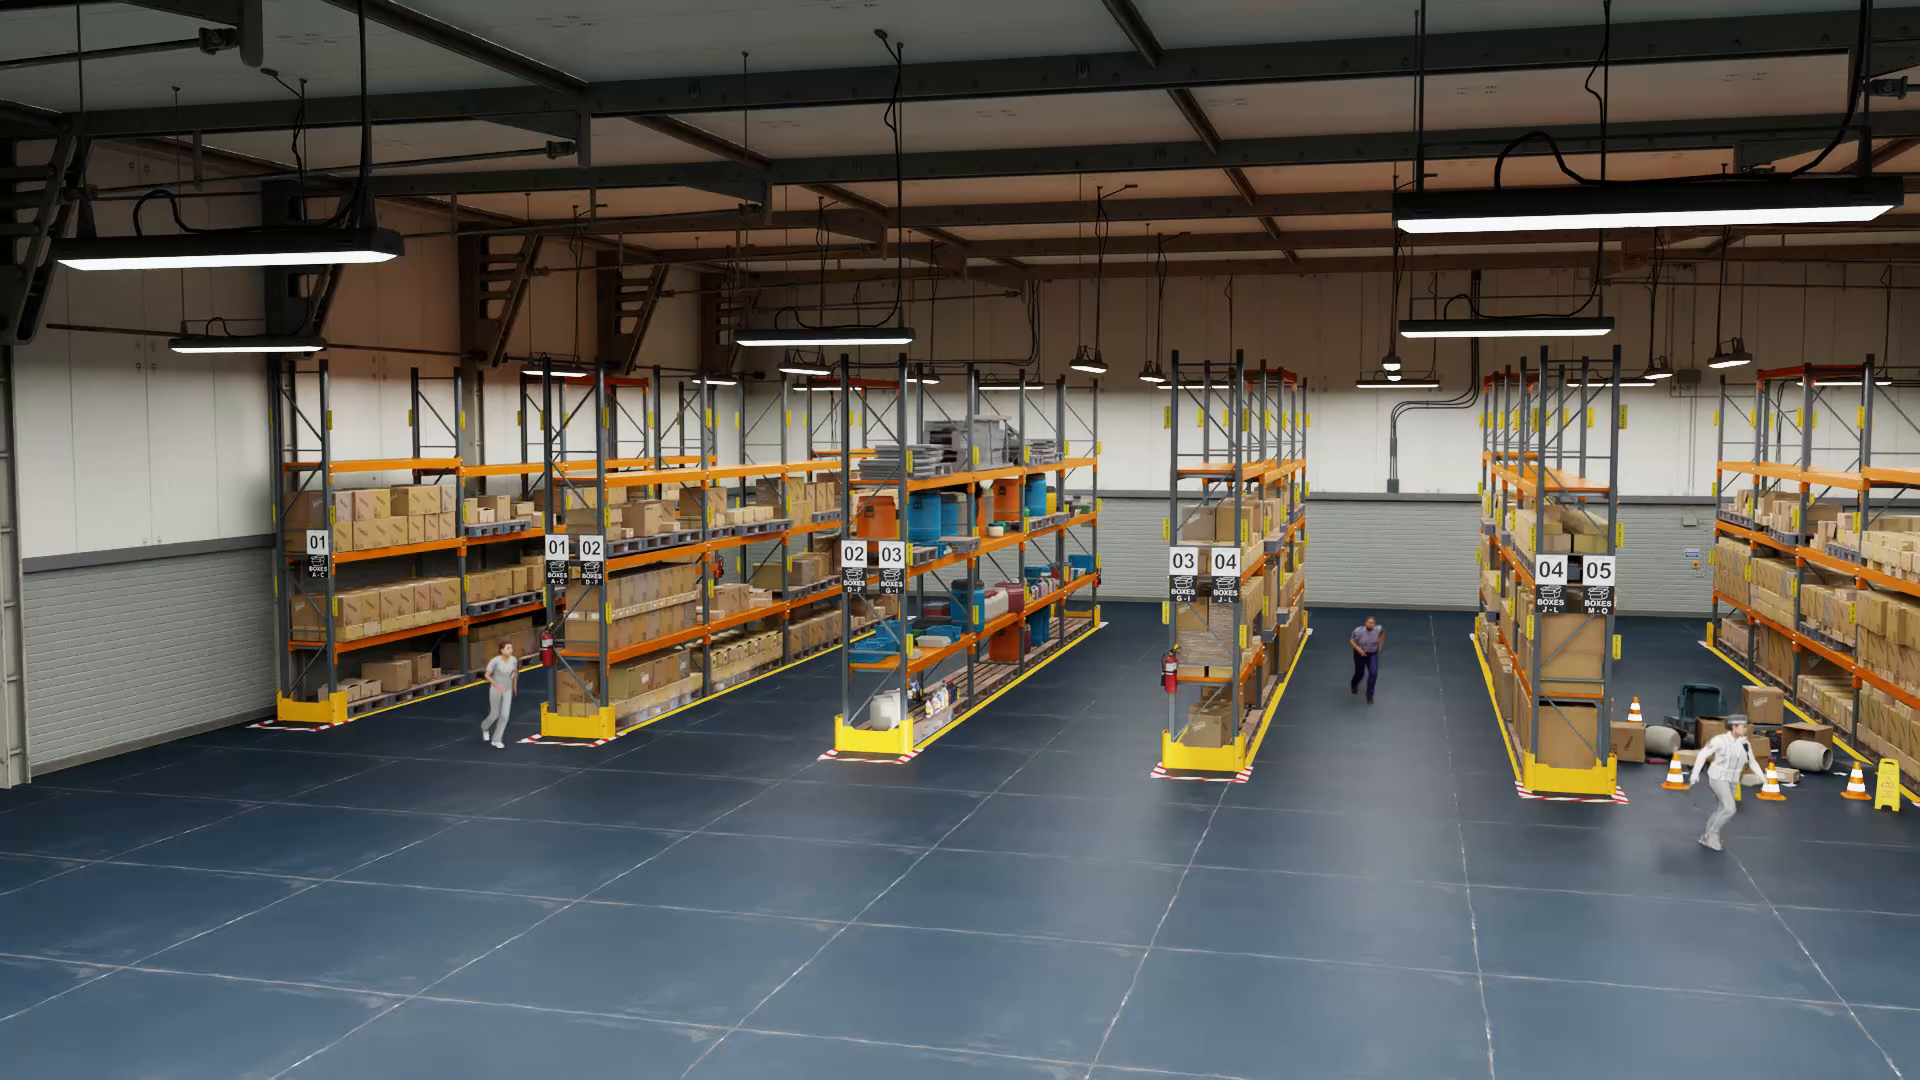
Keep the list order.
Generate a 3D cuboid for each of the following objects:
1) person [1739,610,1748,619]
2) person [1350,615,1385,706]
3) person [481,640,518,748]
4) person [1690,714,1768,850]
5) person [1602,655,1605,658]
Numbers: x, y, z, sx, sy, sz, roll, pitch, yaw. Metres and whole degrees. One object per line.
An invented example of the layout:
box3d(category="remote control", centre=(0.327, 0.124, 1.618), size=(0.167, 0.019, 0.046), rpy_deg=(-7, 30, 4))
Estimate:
box3d(category="person", centre=(18.721, 1.390, 39.393), size=(0.675, 1.557, 0.537), rpy_deg=(0, 4, -1))
box3d(category="person", centre=(7.220, 2.108, 29.659), size=(0.643, 1.612, 0.976), rpy_deg=(-1, 4, -7))
box3d(category="person", centre=(-7.088, 2.351, 25.663), size=(0.570, 1.632, 0.748), rpy_deg=(-3, 5, -36))
box3d(category="person", centre=(8.912, 2.798, 19.215), size=(0.590, 1.615, 0.749), rpy_deg=(-2, 4, -21))
box3d(category="person", centre=(13.450, 1.649, 34.983), size=(0.664, 1.722, 0.973), rpy_deg=(0, 4, 1))
